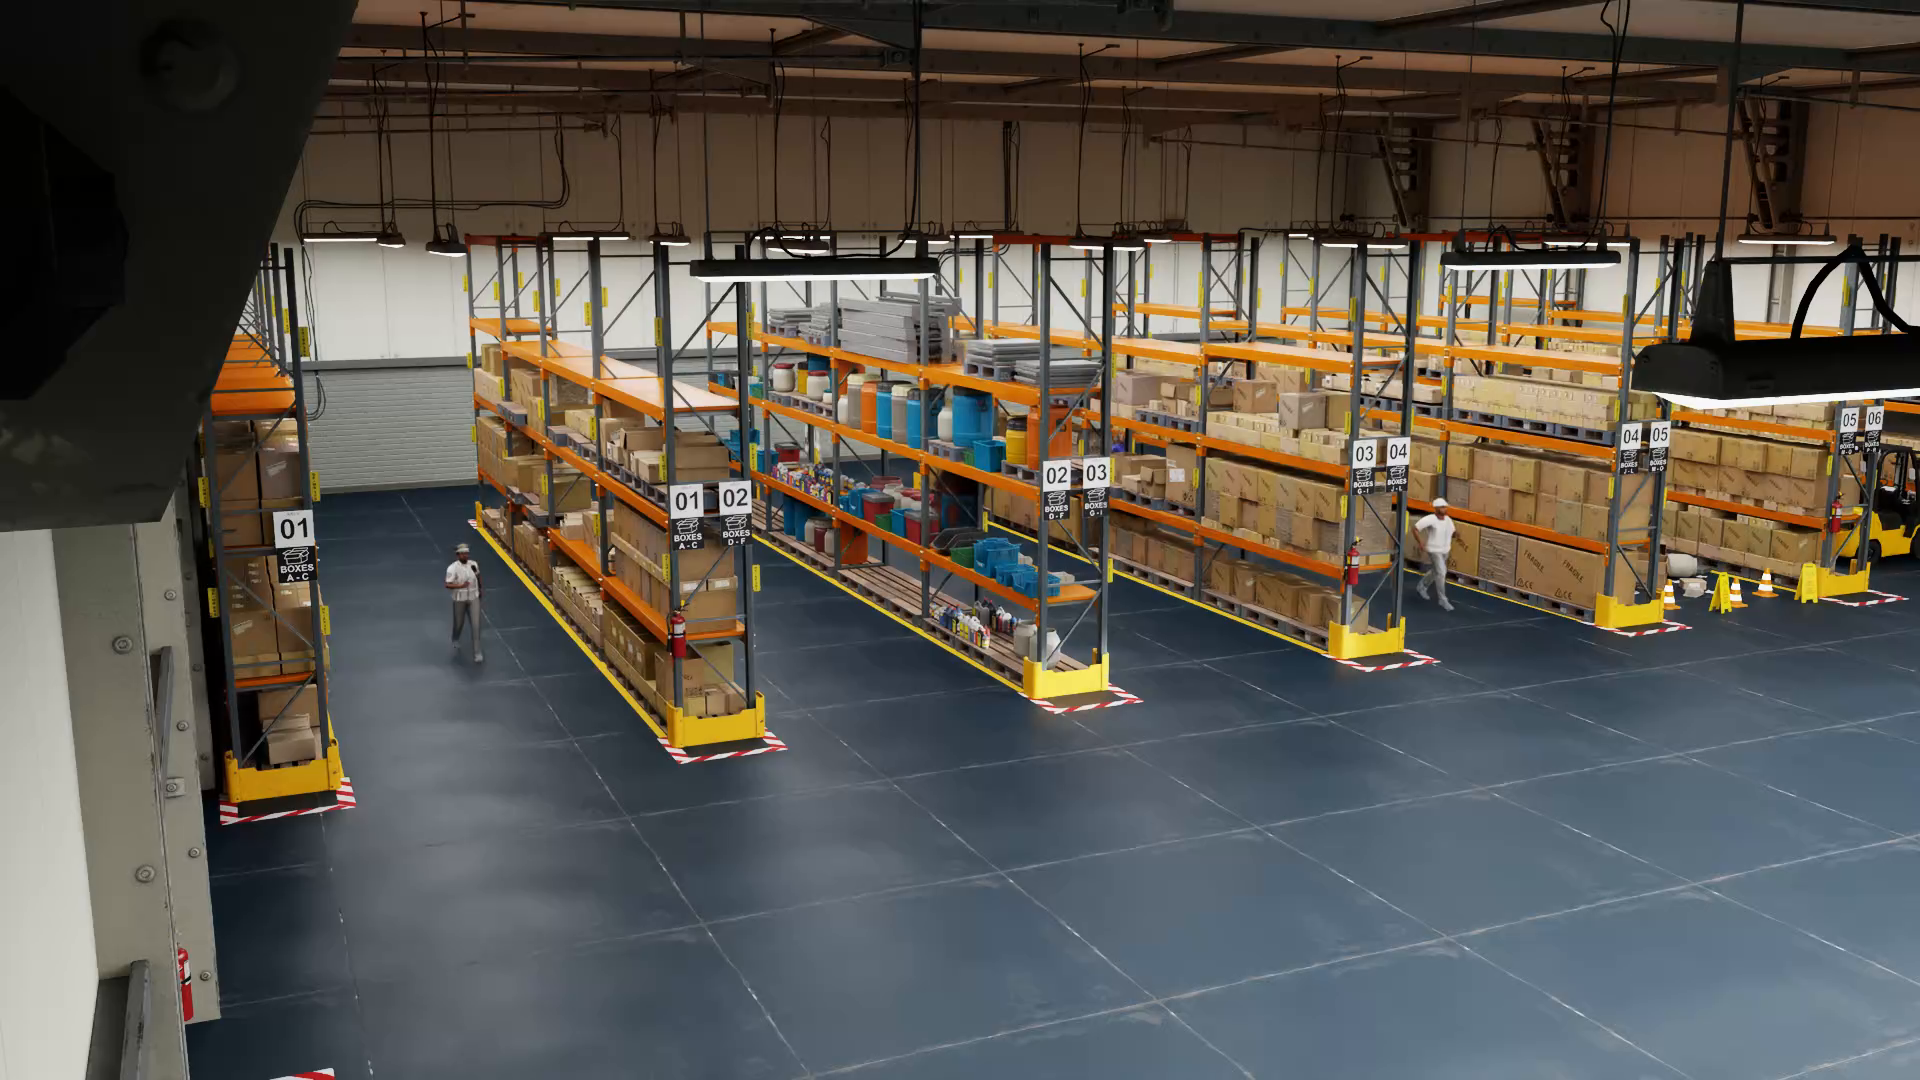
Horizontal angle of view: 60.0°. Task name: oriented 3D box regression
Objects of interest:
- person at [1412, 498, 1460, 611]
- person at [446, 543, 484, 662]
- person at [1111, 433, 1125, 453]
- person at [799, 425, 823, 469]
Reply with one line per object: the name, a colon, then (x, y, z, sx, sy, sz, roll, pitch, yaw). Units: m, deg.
person: (7.859, 0.194, 27.335, 0.692, 1.781, 0.922, -7, 13, -33)
person: (-7.163, 0.866, 24.107, 0.575, 1.685, 0.938, -6, 13, -30)
person: (3.574, -1.586, 37.146, 0.582, 1.618, 0.578, -6, 13, -30)
person: (-3.569, -2.149, 39.707, 0.663, 1.730, 0.711, -1, 11, -3)
